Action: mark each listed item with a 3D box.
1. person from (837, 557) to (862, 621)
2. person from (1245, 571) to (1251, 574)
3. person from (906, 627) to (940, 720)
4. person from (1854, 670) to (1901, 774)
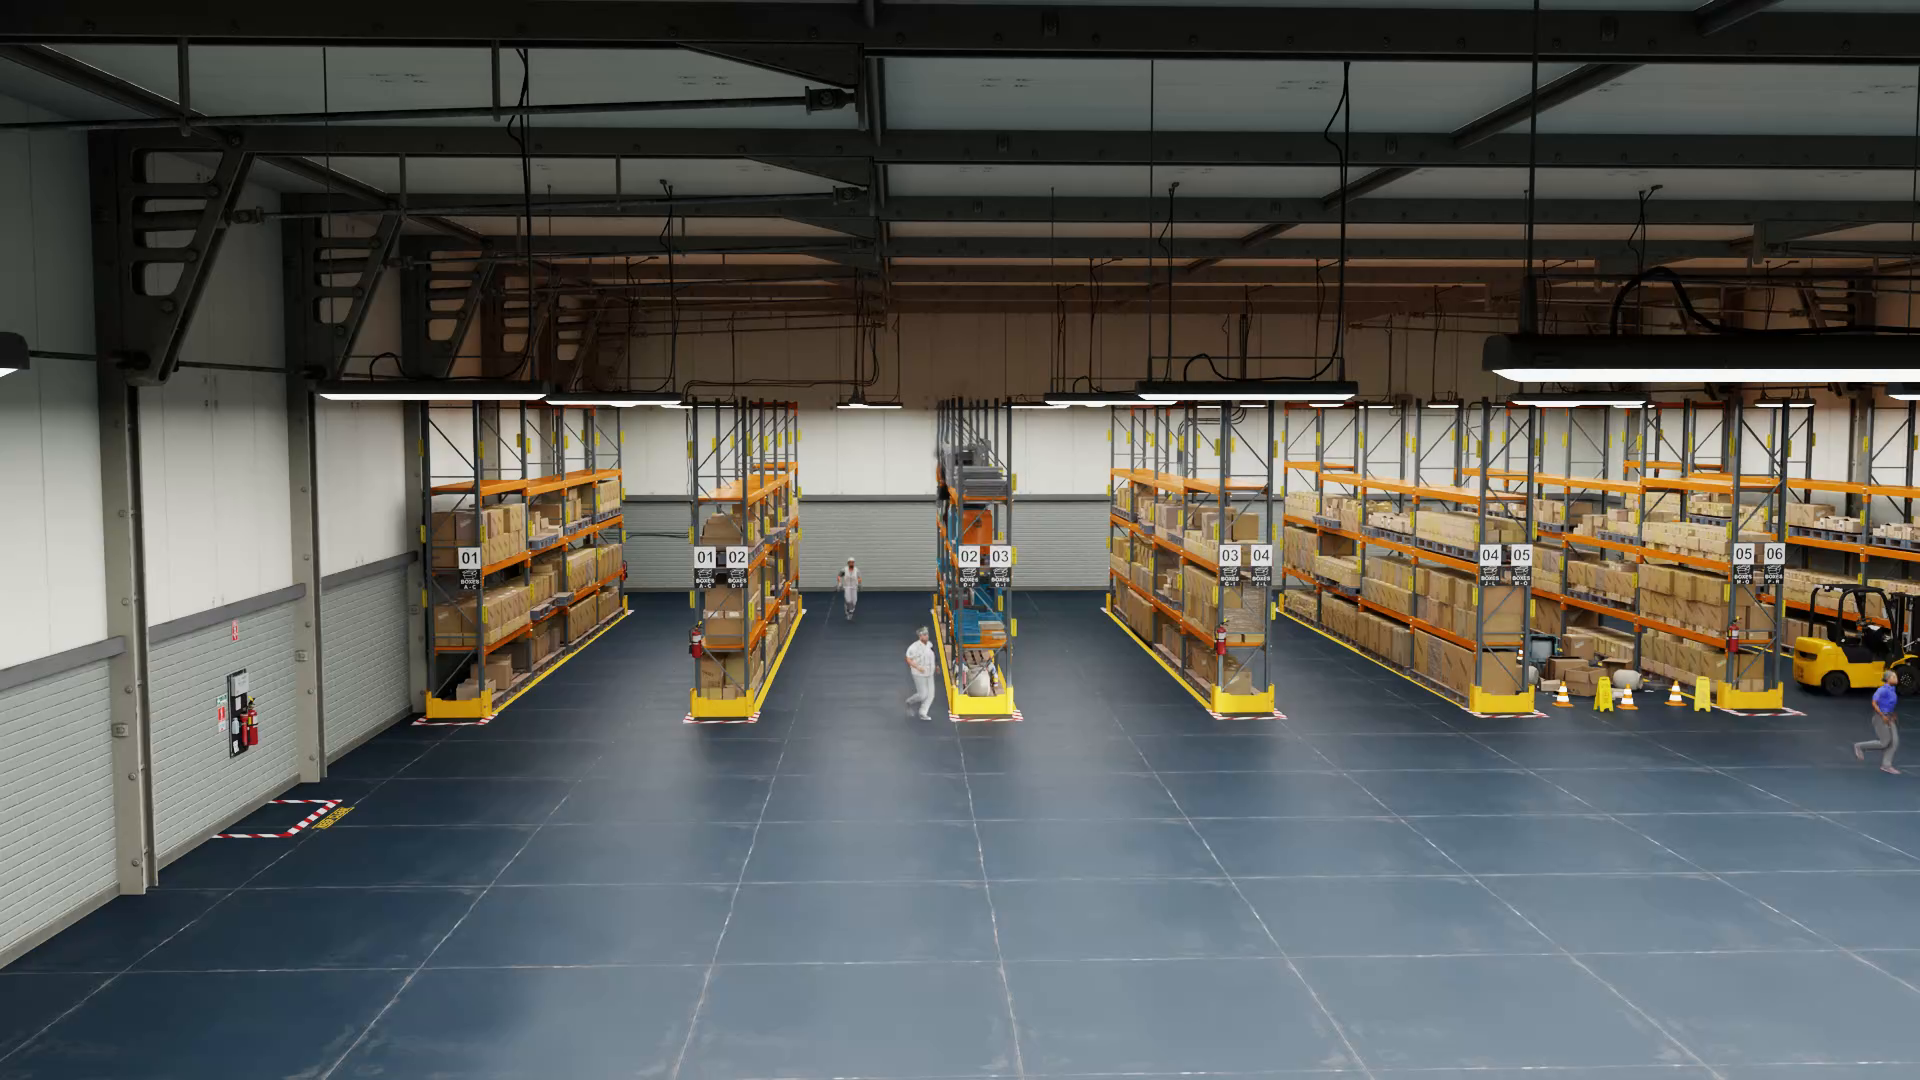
[{"bbox_3d":[-2.982,1.340,45.230,0.653,1.743,0.741,-1,5,-15],"label":"person"},{"bbox_3d":[7.970,1.185,47.606,0.758,1.706,0.928,2,5,21],"label":"person"},{"bbox_3d":[-0.699,2.473,30.874,0.648,1.728,0.574,-4,6,-44],"label":"person"},{"bbox_3d":[14.691,2.880,26.536,0.598,1.628,0.690,-4,6,-44],"label":"person"}]
